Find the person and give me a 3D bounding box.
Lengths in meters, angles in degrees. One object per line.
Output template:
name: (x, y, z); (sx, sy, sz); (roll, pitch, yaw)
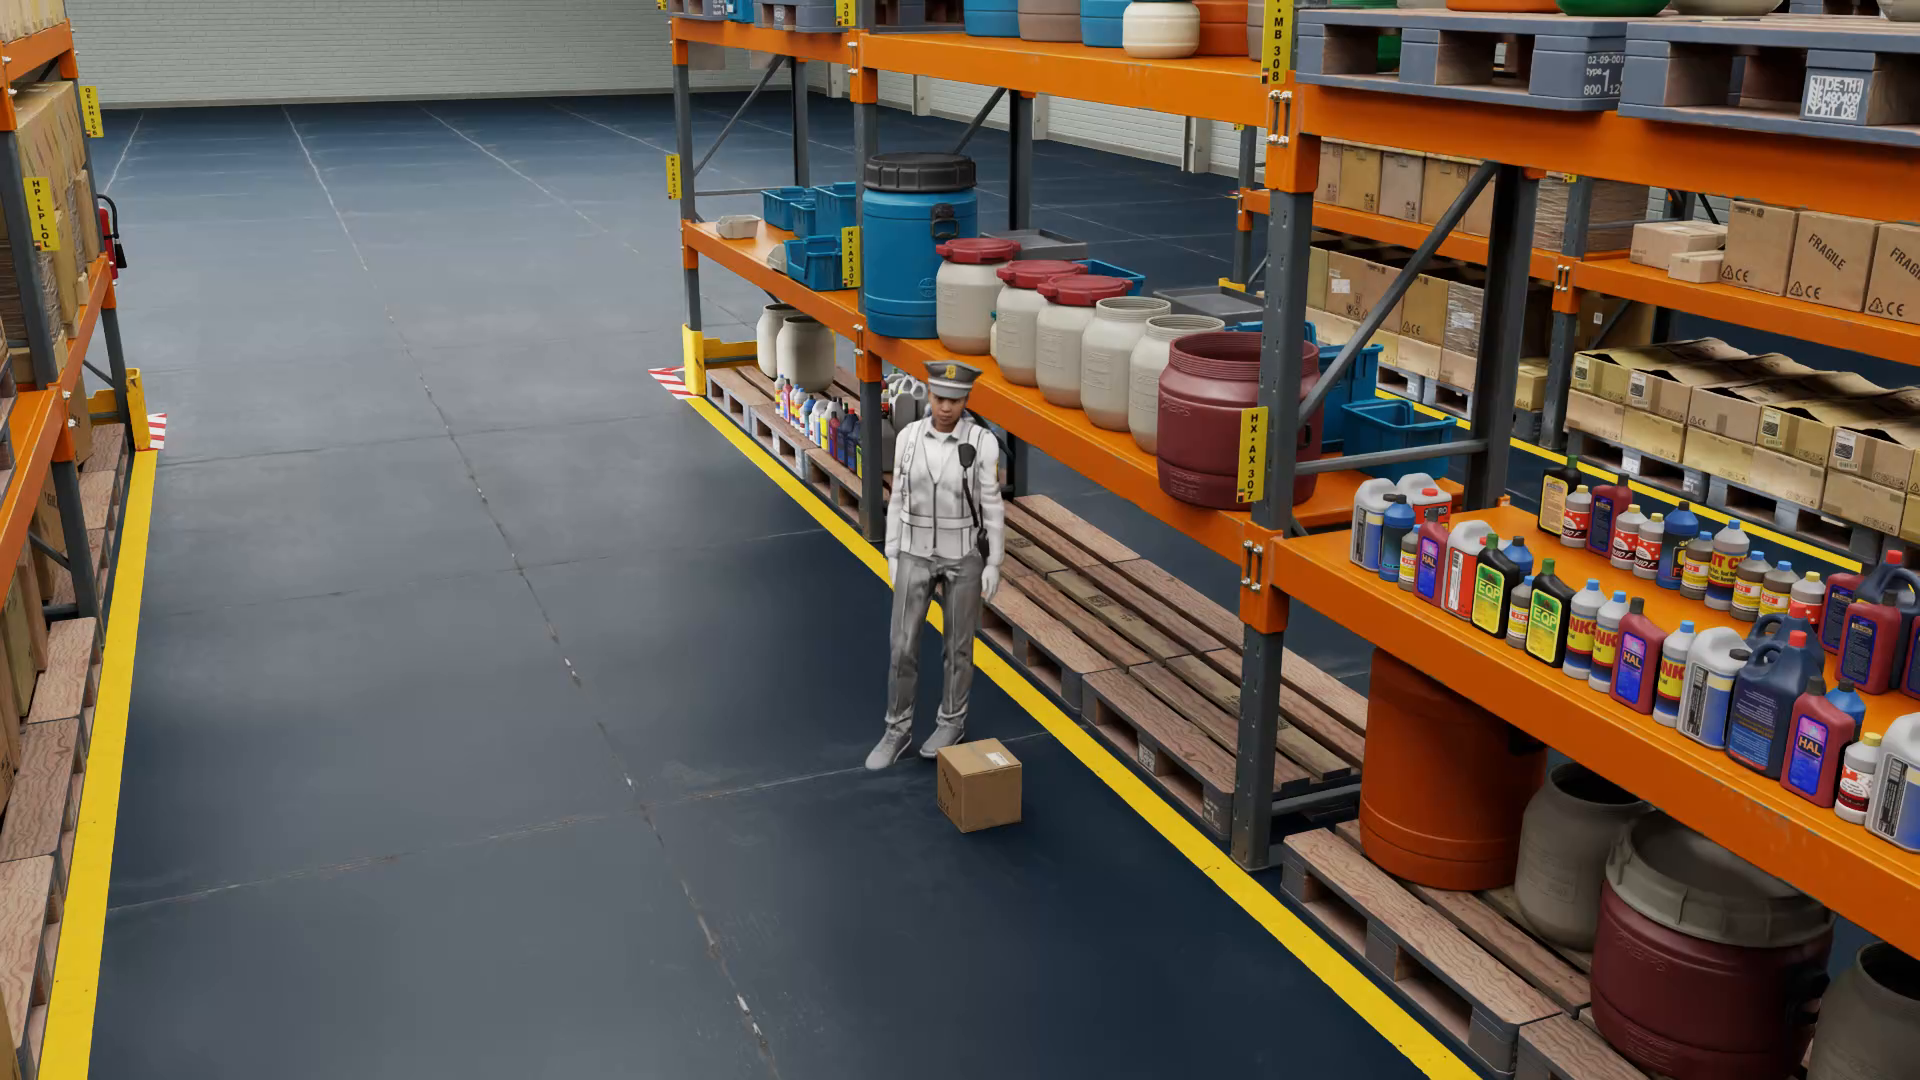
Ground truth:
person: (-0.103, 0.116, 6.736); (0.544, 1.717, 0.434); (4, 19, 10)
